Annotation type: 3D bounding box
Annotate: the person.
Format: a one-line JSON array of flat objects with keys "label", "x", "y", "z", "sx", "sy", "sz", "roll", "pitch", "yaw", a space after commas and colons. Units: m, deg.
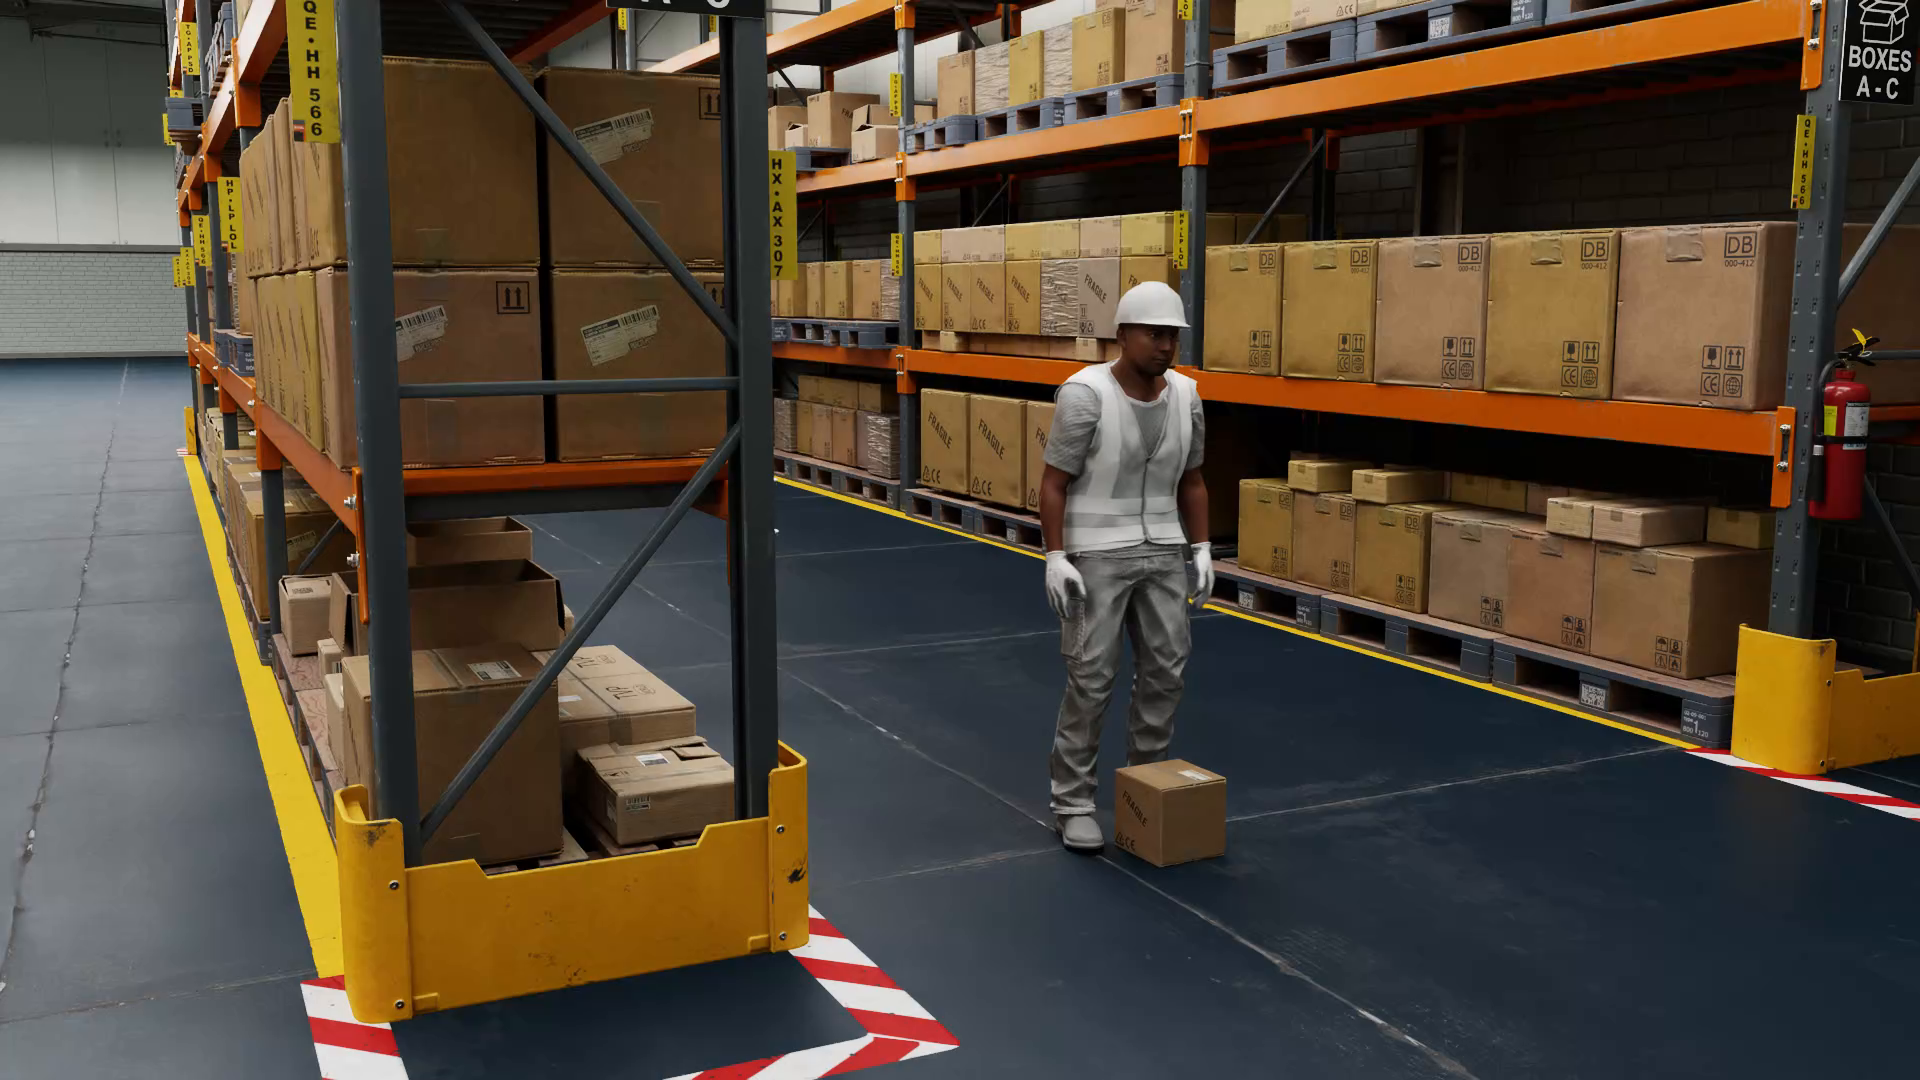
[{"label": "person", "x": 0.540, "y": 0.072, "z": 5.311, "sx": 0.617, "sy": 1.774, "sz": 0.448, "roll": -4, "pitch": 9, "yaw": -26}]
